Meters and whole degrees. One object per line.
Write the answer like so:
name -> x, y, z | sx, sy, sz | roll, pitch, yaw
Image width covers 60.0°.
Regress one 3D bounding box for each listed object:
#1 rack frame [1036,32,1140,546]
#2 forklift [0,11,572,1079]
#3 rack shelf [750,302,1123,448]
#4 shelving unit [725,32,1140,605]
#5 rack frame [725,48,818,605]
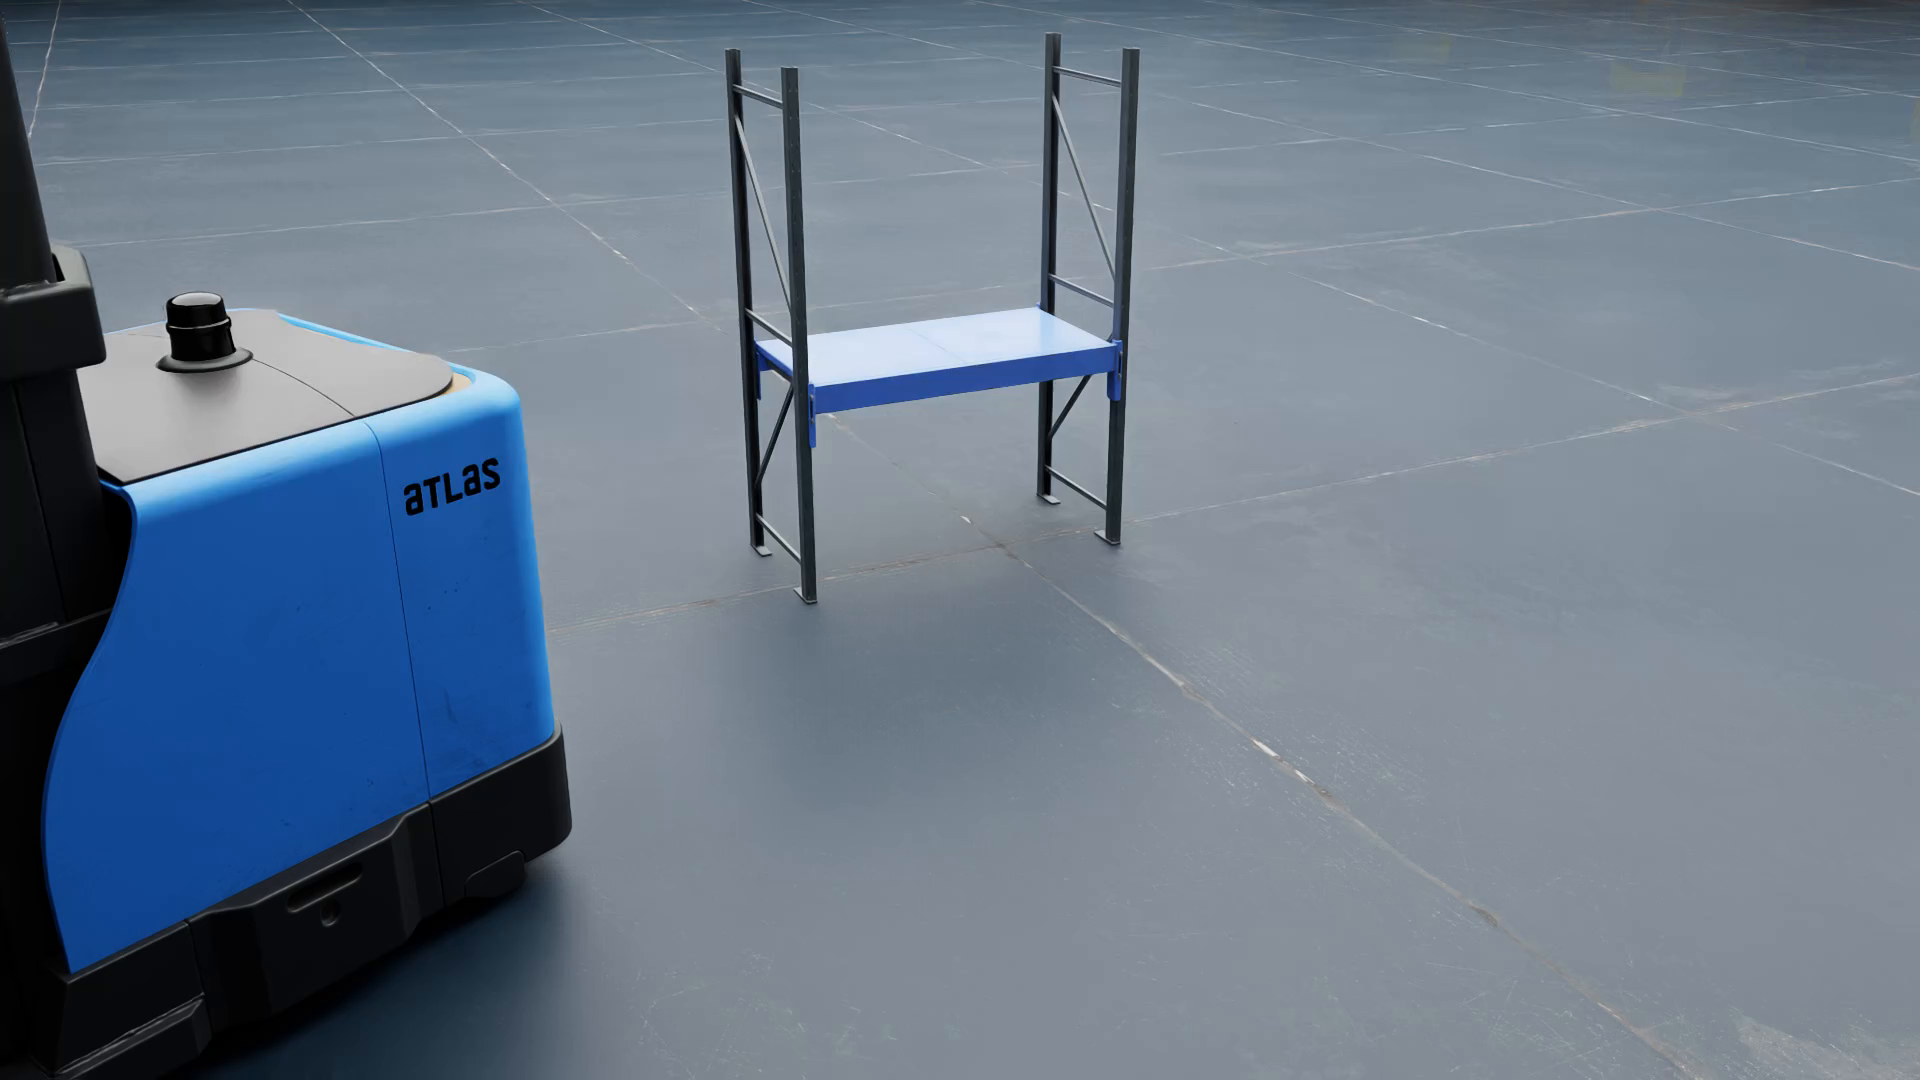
rack frame -> 0.381, -0.763, 5.133 | 0.032, 1.500, 0.500 | -10, 25, -24
forklift -> -2.135, -0.340, 2.238 | 1.130, 2.935, 3.031 | 17, 28, 35
rack shelf -> -0.077, -0.513, 4.998 | 1.000, 0.185, 0.538 | -10, 25, -24
shelving unit -> -0.077, -0.679, 4.929 | 1.048, 1.500, 0.538 | -10, 25, -24
rack frame -> -0.535, -0.594, 4.725 | 0.032, 1.500, 0.500 | -10, 25, -24
